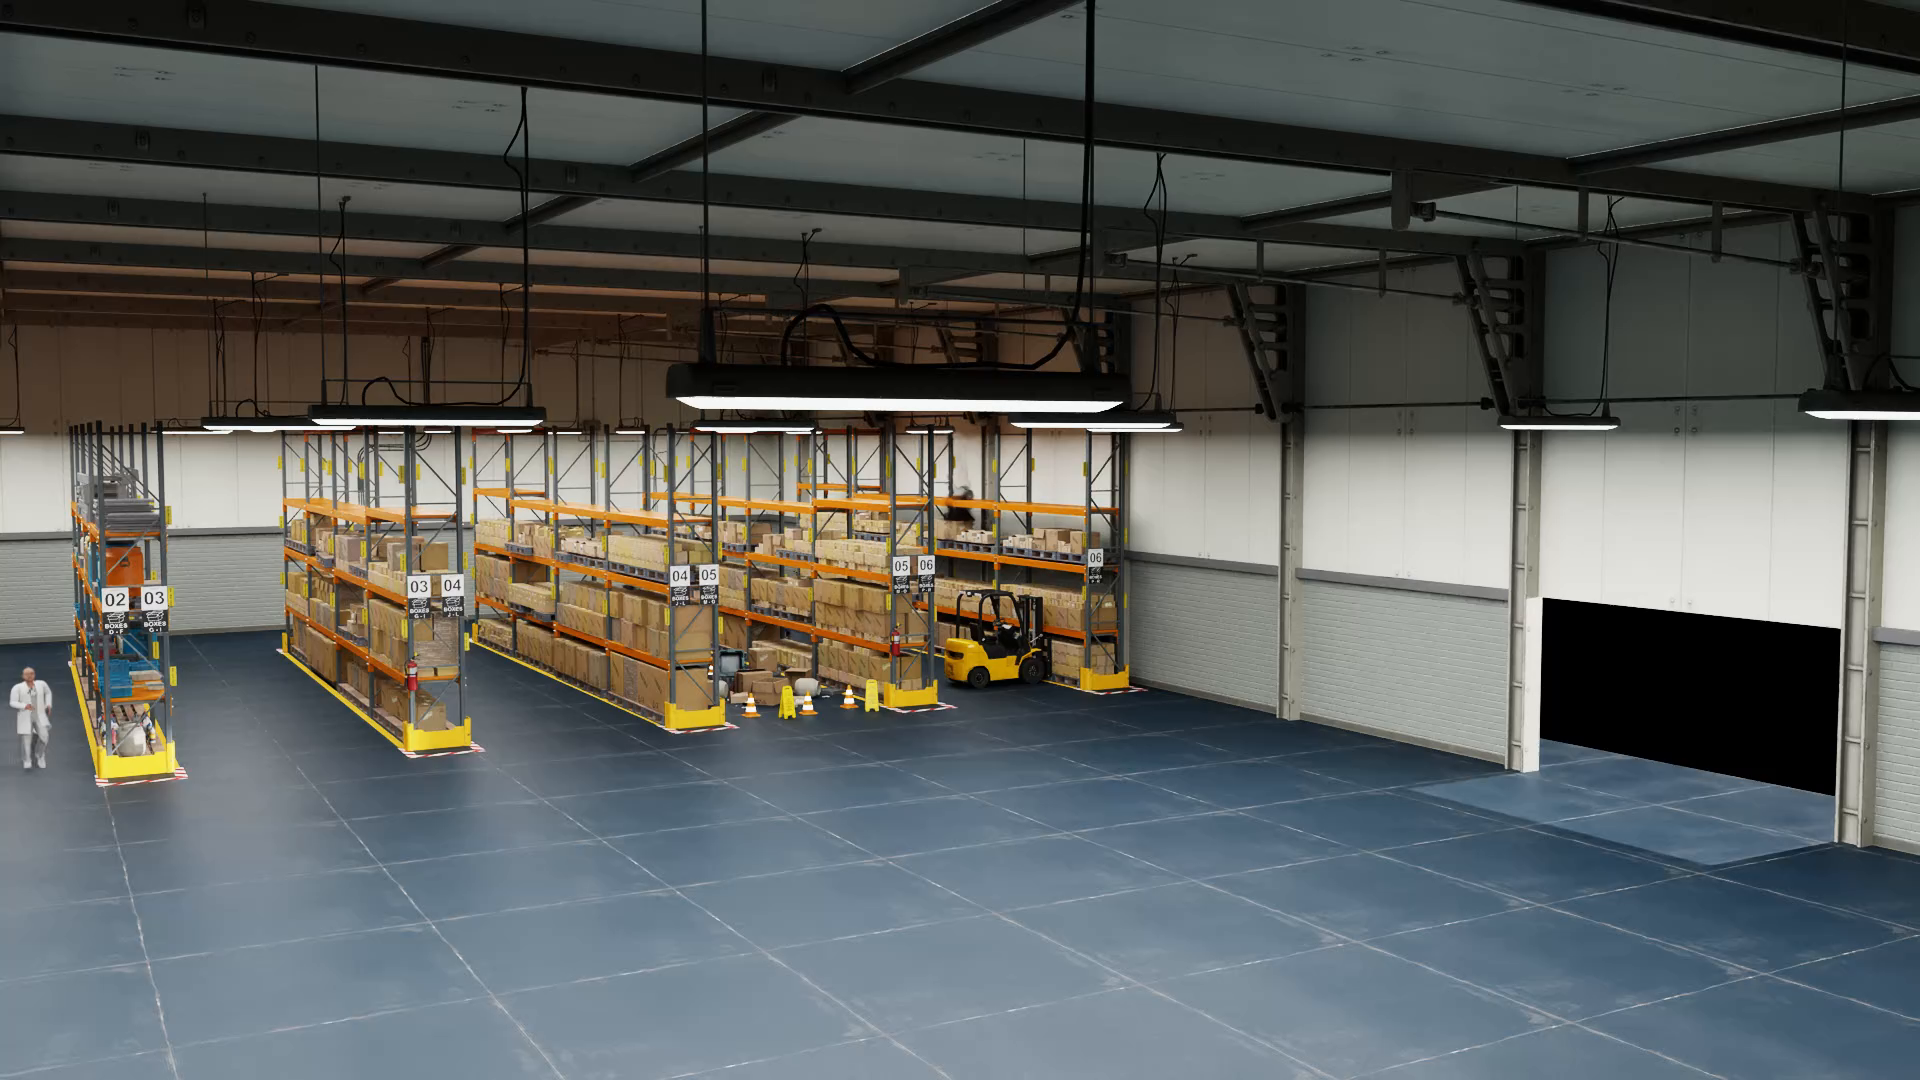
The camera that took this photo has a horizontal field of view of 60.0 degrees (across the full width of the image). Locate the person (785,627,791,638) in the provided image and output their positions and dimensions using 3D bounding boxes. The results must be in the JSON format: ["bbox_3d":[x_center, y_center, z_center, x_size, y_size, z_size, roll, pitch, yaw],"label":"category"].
[{"bbox_3d":[-5.046,2.035,46.810,0.609,1.653,1.059,-3,5,-39],"label":"person"}]

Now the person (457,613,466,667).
[{"bbox_3d":[-12.668,2.310,41.581,0.654,1.731,0.809,-2,4,-29],"label":"person"}]

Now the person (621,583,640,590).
[{"bbox_3d":[-10.069,1.765,50.346,0.738,1.742,0.644,-3,4,-36],"label":"person"}]

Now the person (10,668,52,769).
[{"bbox_3d":[-15.918,3.078,28.548,0.684,1.751,0.766,-3,5,-39],"label":"person"}]
